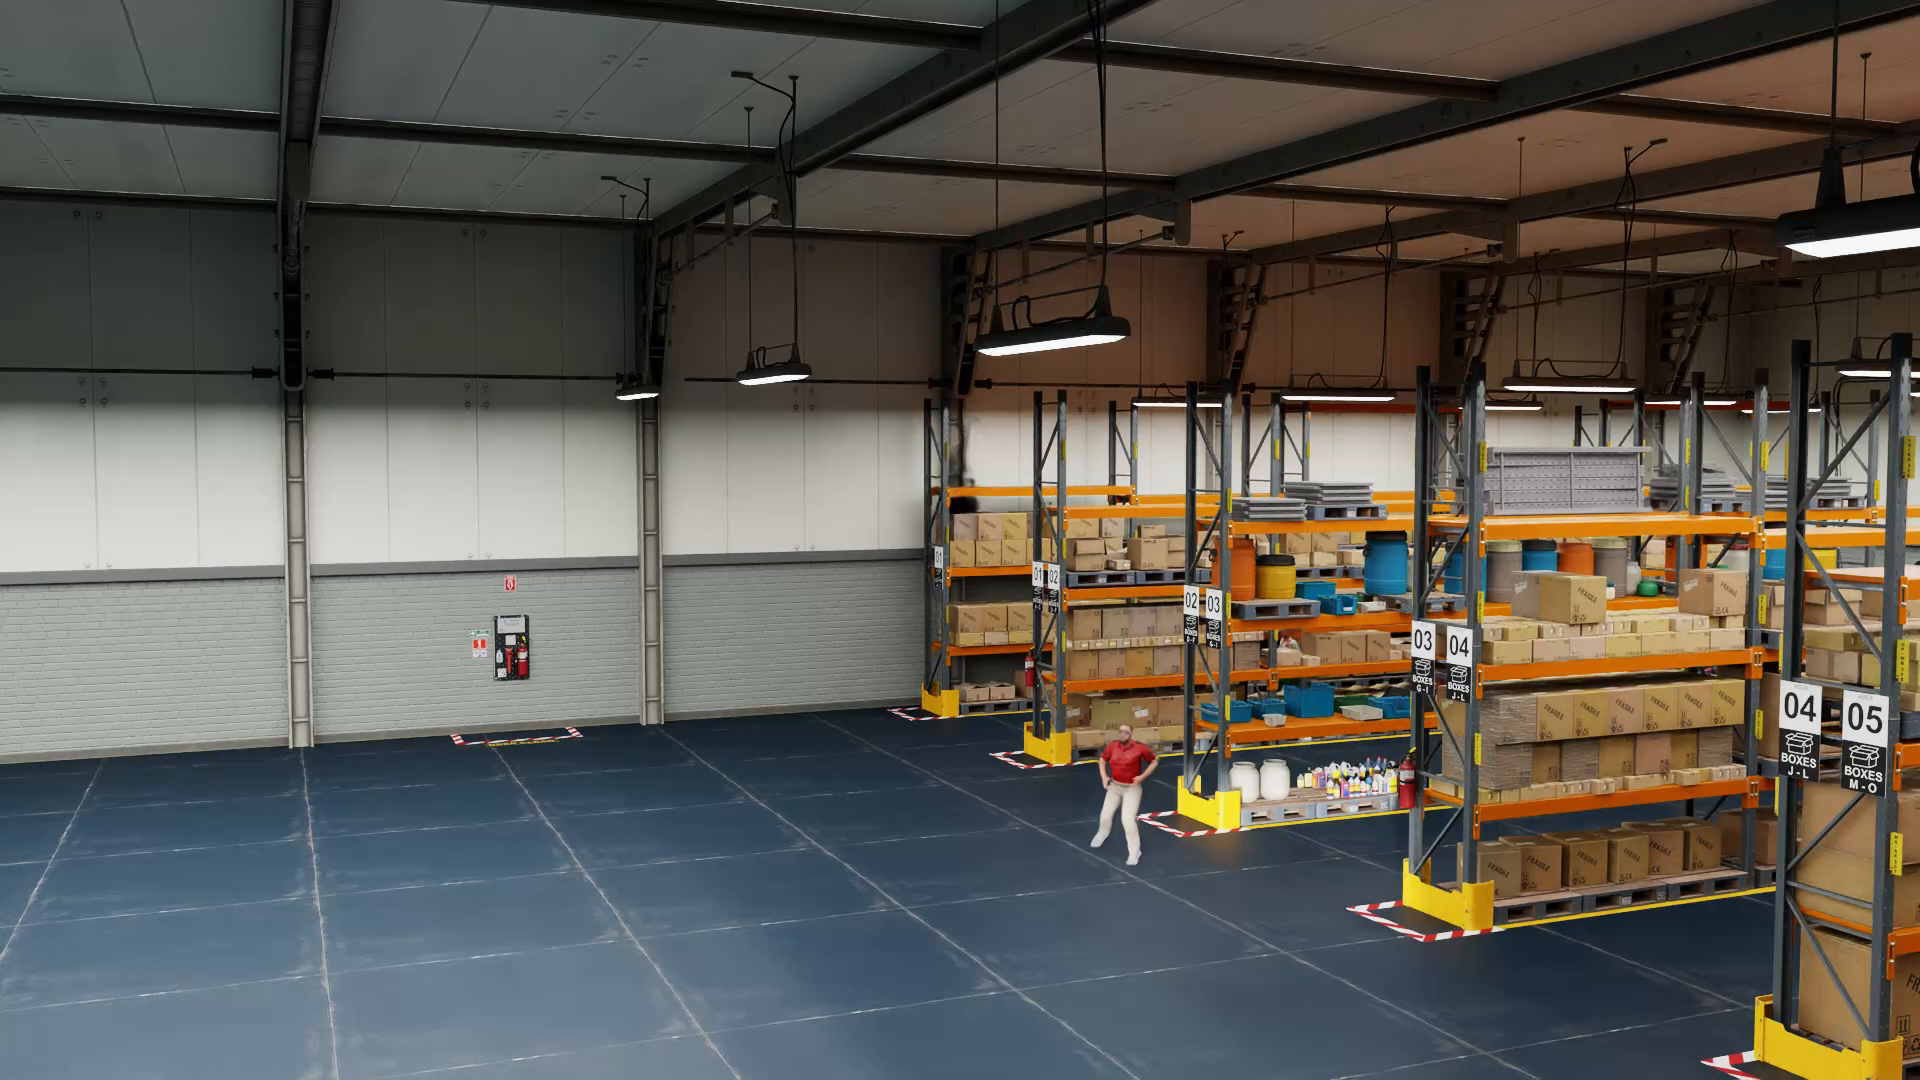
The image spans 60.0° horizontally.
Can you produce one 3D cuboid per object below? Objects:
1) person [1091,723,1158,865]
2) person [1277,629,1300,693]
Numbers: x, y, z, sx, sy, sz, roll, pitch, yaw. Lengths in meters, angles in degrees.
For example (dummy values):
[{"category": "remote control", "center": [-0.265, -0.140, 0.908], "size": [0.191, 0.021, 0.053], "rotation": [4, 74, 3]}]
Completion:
[{"category": "person", "center": [2.008, 3.122, 20.705], "size": [0.905, 1.736, 0.757], "rotation": [1, 4, 24]}, {"category": "person", "center": [6.165, 2.452, 31.281], "size": [0.845, 1.774, 0.655], "rotation": [-1, 4, -23]}]
